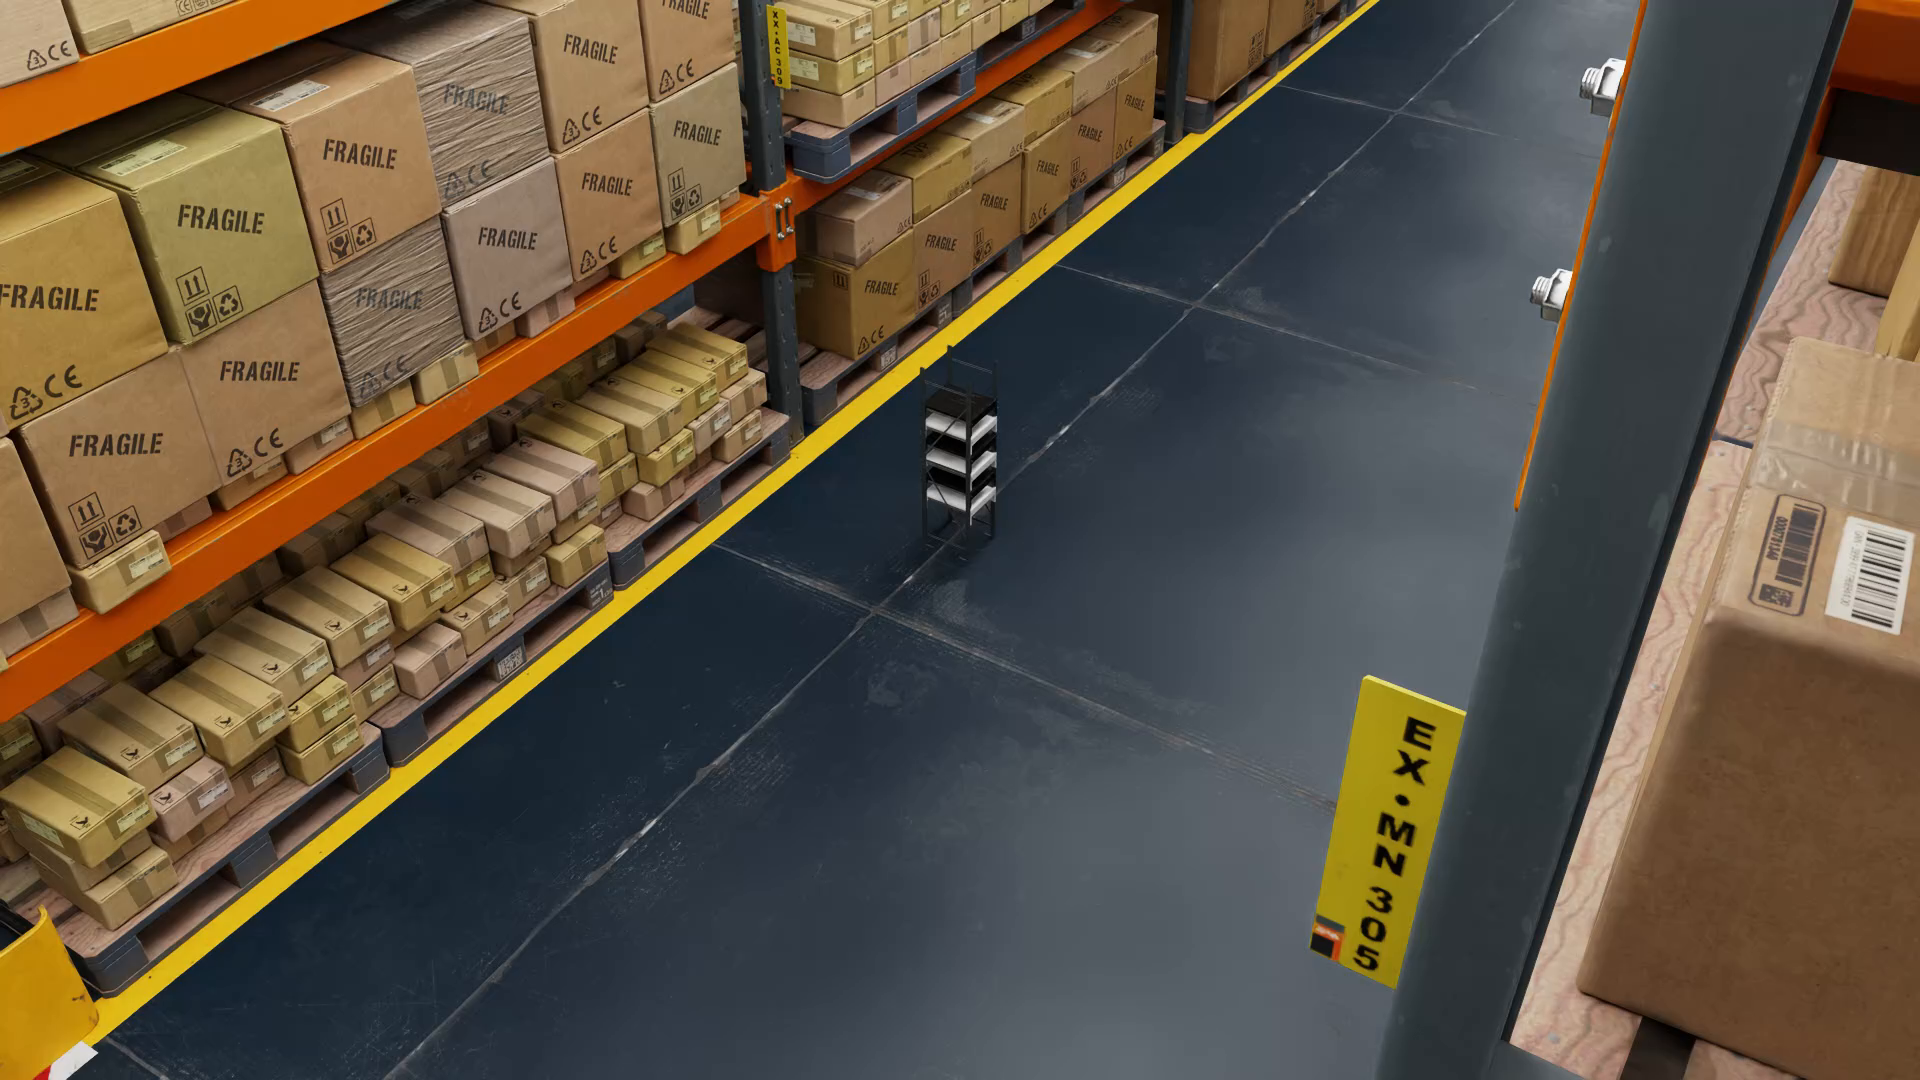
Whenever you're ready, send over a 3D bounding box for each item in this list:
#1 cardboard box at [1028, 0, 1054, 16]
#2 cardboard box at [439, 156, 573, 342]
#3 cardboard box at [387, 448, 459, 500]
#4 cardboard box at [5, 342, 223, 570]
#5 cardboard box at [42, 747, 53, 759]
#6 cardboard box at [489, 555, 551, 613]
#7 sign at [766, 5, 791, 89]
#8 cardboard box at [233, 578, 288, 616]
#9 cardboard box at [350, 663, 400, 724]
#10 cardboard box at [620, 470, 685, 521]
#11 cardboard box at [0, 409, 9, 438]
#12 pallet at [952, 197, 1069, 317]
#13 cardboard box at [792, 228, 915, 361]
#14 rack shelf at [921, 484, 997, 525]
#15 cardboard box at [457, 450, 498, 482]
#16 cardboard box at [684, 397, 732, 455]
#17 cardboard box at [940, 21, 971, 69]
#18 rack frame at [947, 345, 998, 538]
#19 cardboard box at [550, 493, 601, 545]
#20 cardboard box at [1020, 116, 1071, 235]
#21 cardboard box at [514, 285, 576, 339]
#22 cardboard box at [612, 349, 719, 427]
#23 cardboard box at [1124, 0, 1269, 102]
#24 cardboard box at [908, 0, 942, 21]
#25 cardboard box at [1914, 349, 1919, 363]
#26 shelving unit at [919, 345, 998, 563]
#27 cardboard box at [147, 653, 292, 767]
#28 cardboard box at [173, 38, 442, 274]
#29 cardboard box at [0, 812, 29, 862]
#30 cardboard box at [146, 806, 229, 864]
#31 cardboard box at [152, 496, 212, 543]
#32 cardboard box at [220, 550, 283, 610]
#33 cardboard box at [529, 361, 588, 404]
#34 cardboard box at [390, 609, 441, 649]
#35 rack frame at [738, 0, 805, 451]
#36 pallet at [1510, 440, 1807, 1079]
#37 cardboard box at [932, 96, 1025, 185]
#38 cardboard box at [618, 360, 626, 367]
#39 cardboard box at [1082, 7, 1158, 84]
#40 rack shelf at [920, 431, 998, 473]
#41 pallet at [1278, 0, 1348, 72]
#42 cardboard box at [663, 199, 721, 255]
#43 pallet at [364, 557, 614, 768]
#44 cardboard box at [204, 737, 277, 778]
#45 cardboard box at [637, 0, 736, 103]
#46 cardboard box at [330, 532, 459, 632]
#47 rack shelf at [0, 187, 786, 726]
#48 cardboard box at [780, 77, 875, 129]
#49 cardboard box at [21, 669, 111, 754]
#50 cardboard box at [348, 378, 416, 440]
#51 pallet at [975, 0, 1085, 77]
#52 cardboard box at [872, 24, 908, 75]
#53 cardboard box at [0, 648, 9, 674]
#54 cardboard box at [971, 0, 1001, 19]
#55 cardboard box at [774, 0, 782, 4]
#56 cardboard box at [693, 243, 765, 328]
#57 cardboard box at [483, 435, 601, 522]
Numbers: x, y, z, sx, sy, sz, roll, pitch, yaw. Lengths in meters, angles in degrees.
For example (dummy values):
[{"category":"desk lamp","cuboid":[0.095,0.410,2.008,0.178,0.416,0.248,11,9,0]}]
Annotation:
[{"category":"cardboard box","cuboid":[0.244,-2.719,8.182,0.380,0.149,0.250,19,42,23]},{"category":"cardboard box","cuboid":[-1.756,-1.088,5.879,0.500,0.500,0.500,21,42,25]},{"category":"cardboard box","cuboid":[-2.241,-0.276,6.655,0.380,0.149,0.250,19,42,23]},{"category":"cardboard box","cuboid":[-2.592,-0.316,4.878,0.500,0.500,0.500,21,42,25]},{"category":"cardboard box","cuboid":[-3.104,0.629,5.725,0.380,0.149,0.250,20,42,24]},{"category":"cardboard box","cuboid":[-1.862,0.127,6.620,0.380,0.149,0.250,22,43,26]},{"category":"sign","cuboid":[-0.726,-1.965,6.633,0.100,0.325,0.005,21,42,25]},{"category":"cardboard box","cuboid":[-2.746,0.206,6.273,0.380,0.149,0.250,22,43,26]},{"category":"cardboard box","cuboid":[-2.296,0.513,6.119,0.380,0.149,0.250,21,42,25]},{"category":"cardboard box","cuboid":[-1.408,-0.256,7.116,0.380,0.149,0.250,20,42,24]},{"category":"cardboard box","cuboid":[-2.867,-0.432,4.209,0.500,0.500,0.500,21,42,25]},{"category":"pallet","cuboid":[-0.120,-1.725,9.314,1.003,0.211,1.213,21,42,25]},{"category":"cardboard box","cuboid":[-0.568,-1.266,8.139,0.500,0.500,0.500,23,43,27]},{"category":"rack shelf","cuboid":[-0.004,-0.183,7.100,0.258,0.077,0.200,21,42,25]},{"category":"cardboard box","cuboid":[-2.127,-0.299,6.929,0.380,0.149,0.250,23,43,27]},{"category":"cardboard box","cuboid":[-1.223,-0.541,7.242,0.380,0.149,0.250,19,42,23]},{"category":"cardboard box","cuboid":[-0.173,-2.317,7.660,0.380,0.149,0.250,22,43,26]},{"category":"rack frame","cuboid":[0.050,-0.405,7.038,0.240,0.900,0.006,21,42,25]},{"category":"cardboard box","cuboid":[-1.689,-0.162,6.751,0.380,0.149,0.250,22,43,26]},{"category":"cardboard box","cuboid":[0.272,-2.065,9.175,0.500,0.500,0.500,19,42,23]},{"category":"cardboard box","cuboid":[-1.663,-0.911,6.181,0.380,0.149,0.250,19,42,23]},{"category":"cardboard box","cuboid":[-1.263,-0.655,7.147,0.380,0.149,0.250,22,43,26]},{"category":"cardboard box","cuboid":[1.357,-3.418,10.725,1.050,0.750,0.750,21,42,25]},{"category":"cardboard box","cuboid":[-0.305,-2.428,7.317,0.380,0.149,0.250,22,43,25]},{"category":"cardboard box","cuboid":[1.439,-0.029,1.866,0.700,0.500,0.500,20,42,24]},{"category":"shelving unit","cuboid":[-0.004,-0.352,6.970,0.258,0.900,0.210,21,42,25]},{"category":"cardboard box","cuboid":[-2.474,0.565,5.564,0.380,0.149,0.250,21,42,25]},{"category":"cardboard box","cuboid":[-2.034,-1.219,5.230,0.500,0.500,0.500,20,42,24]},{"category":"cardboard box","cuboid":[-3.225,0.889,5.630,0.380,0.149,0.250,22,43,26]},{"category":"cardboard box","cuboid":[-2.709,0.902,5.614,0.380,0.149,0.250,21,42,25]},{"category":"cardboard box","cuboid":[-2.567,-0.138,5.179,0.380,0.149,0.250,23,43,27]},{"category":"cardboard box","cuboid":[-2.758,0.082,6.190,0.380,0.149,0.250,23,43,27]},{"category":"cardboard box","cuboid":[-1.839,-0.690,7.192,0.380,0.149,0.250,21,42,25]},{"category":"cardboard box","cuboid":[-2.182,0.229,6.243,0.380,0.149,0.250,23,43,27]},{"category":"rack frame","cuboid":[-1.188,-1.796,7.123,1.000,3.000,0.127,21,42,25]},{"category":"pallet","cuboid":[1.191,0.402,1.887,1.003,0.211,1.213,21,42,25]},{"category":"cardboard box","cuboid":[-0.009,-2.101,8.607,0.500,0.250,0.500,23,43,27]},{"category":"cardboard box","cuboid":[-1.653,-0.869,7.667,0.380,0.149,0.250,23,43,27]},{"category":"cardboard box","cuboid":[0.810,-2.893,9.635,0.500,0.250,0.500,20,42,24]},{"category":"rack shelf","cuboid":[-0.004,-0.397,6.935,0.258,0.077,0.200,21,42,25]},{"category":"pallet","cuboid":[2.095,-3.762,11.957,1.003,0.211,1.213,21,42,25]},{"category":"cardboard box","cuboid":[-1.190,-1.304,6.691,0.380,0.149,0.250,20,42,24]},{"category":"pallet","cuboid":[-2.171,0.298,6.691,1.003,0.211,1.213,21,42,25]},{"category":"cardboard box","cuboid":[-2.583,0.647,5.701,0.380,0.149,0.250,22,43,26]},{"category":"cardboard box","cuboid":[-1.212,-2.018,6.267,0.500,0.500,0.500,20,42,24]},{"category":"cardboard box","cuboid":[-2.075,0.149,6.103,0.380,0.149,0.250,22,43,26]},{"category":"rack shelf","cuboid":[-2.260,-0.480,6.005,1.077,0.370,4.000,21,42,25]},{"category":"cardboard box","cuboid":[-0.589,-1.915,7.139,0.380,0.149,0.250,19,42,23]},{"category":"cardboard box","cuboid":[-3.079,0.527,5.614,0.380,0.149,0.250,22,43,26]},{"category":"cardboard box","cuboid":[-2.088,-0.515,5.667,0.380,0.149,0.250,23,43,27]},{"category":"pallet","cuboid":[-0.071,-2.748,8.515,1.003,0.211,1.213,21,42,25]},{"category":"cardboard box","cuboid":[-0.452,-2.167,7.223,0.380,0.149,0.250,20,42,24]},{"category":"cardboard box","cuboid":[-2.881,0.306,4.602,0.380,0.149,0.250,21,42,25]},{"category":"cardboard box","cuboid":[-0.032,-2.575,7.751,0.380,0.149,0.250,23,43,27]},{"category":"cardboard box","cuboid":[-1.002,-2.386,7.507,0.380,0.149,0.250,21,43,25]},{"category":"cardboard box","cuboid":[-1.005,-1.436,8.360,0.500,0.500,0.500,20,42,24]},{"category":"cardboard box","cuboid":[-1.662,-0.247,6.617,0.380,0.149,0.250,19,42,23]}]
